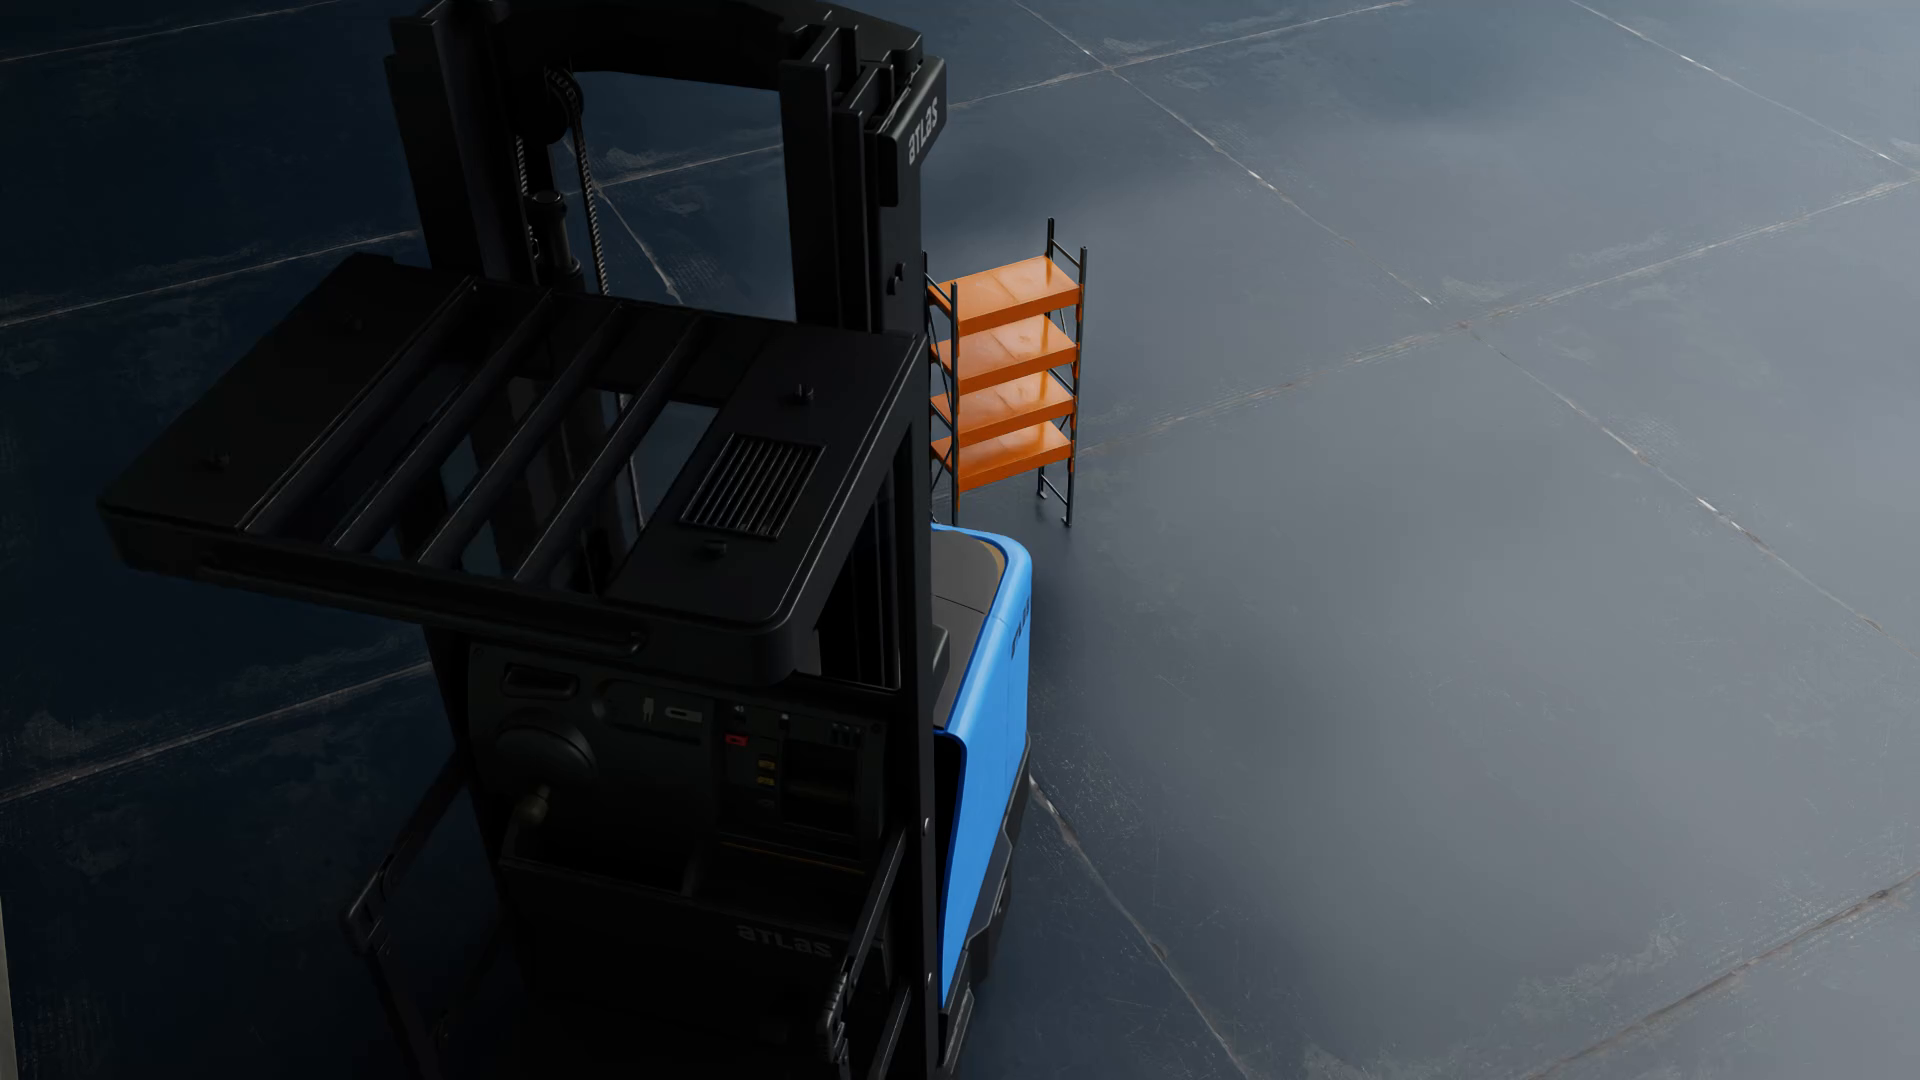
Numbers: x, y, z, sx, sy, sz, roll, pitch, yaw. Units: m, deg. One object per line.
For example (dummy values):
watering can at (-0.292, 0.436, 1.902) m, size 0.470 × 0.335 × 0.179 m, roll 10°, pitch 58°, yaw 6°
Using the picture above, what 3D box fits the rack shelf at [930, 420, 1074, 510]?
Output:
rack shelf at (0.147, -0.304, 6.092) m, size 0.480 × 0.148 × 0.258 m, roll -19°, pitch 44°, yaw -21°

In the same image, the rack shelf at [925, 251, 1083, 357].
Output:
rack shelf at (0.147, -0.807, 5.667) m, size 0.480 × 0.148 × 0.258 m, roll -19°, pitch 44°, yaw -21°

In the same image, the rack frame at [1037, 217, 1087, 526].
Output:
rack frame at (0.363, -0.580, 6.007) m, size 0.015 × 1.200 × 0.240 m, roll -19°, pitch 44°, yaw -21°

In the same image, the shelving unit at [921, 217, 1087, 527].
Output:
shelving unit at (0.147, -0.507, 5.921) m, size 0.503 × 1.200 × 0.258 m, roll -19°, pitch 44°, yaw -21°

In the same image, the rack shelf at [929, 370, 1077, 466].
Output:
rack shelf at (0.147, -0.456, 5.964) m, size 0.480 × 0.148 × 0.258 m, roll -19°, pitch 44°, yaw -21°

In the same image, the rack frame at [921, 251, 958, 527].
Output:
rack frame at (-0.070, -0.435, 5.835) m, size 0.015 × 1.200 × 0.240 m, roll -19°, pitch 44°, yaw -21°

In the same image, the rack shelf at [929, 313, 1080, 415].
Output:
rack shelf at (0.147, -0.627, 5.820) m, size 0.480 × 0.148 × 0.258 m, roll -19°, pitch 44°, yaw -21°

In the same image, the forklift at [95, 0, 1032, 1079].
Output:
forklift at (-0.655, 0.538, 3.345) m, size 1.130 × 2.935 × 3.031 m, roll 10°, pitch 41°, yaw 11°
